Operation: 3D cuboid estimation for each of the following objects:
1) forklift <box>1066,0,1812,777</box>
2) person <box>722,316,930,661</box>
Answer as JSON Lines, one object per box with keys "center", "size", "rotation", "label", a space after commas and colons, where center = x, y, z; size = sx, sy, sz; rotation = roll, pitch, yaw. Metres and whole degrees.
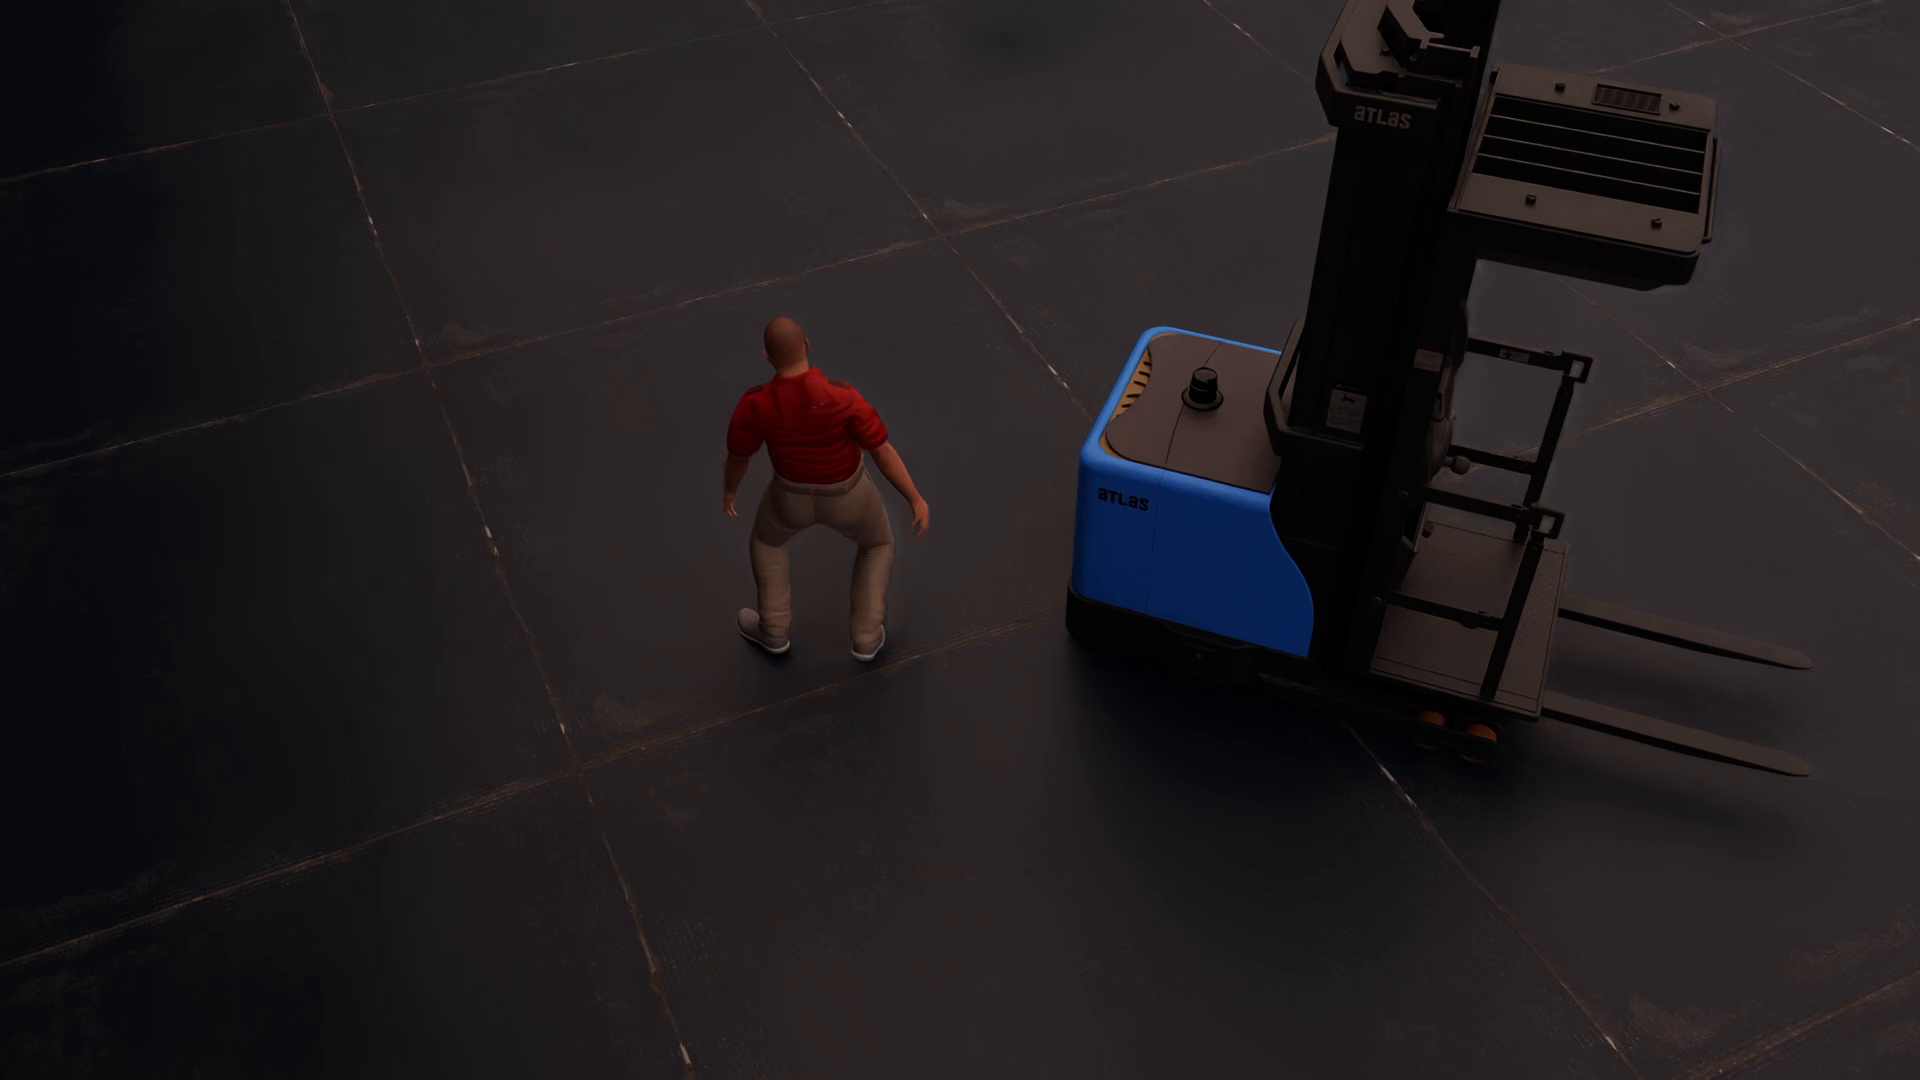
{"center": [2.036, -0.570, 6.291], "size": [3.031, 2.935, 1.130], "rotation": [15, 45, 15], "label": "forklift"}
{"center": [-0.559, -0.180, 6.823], "size": [0.897, 1.652, 0.505], "rotation": [5, 43, 6], "label": "person"}
